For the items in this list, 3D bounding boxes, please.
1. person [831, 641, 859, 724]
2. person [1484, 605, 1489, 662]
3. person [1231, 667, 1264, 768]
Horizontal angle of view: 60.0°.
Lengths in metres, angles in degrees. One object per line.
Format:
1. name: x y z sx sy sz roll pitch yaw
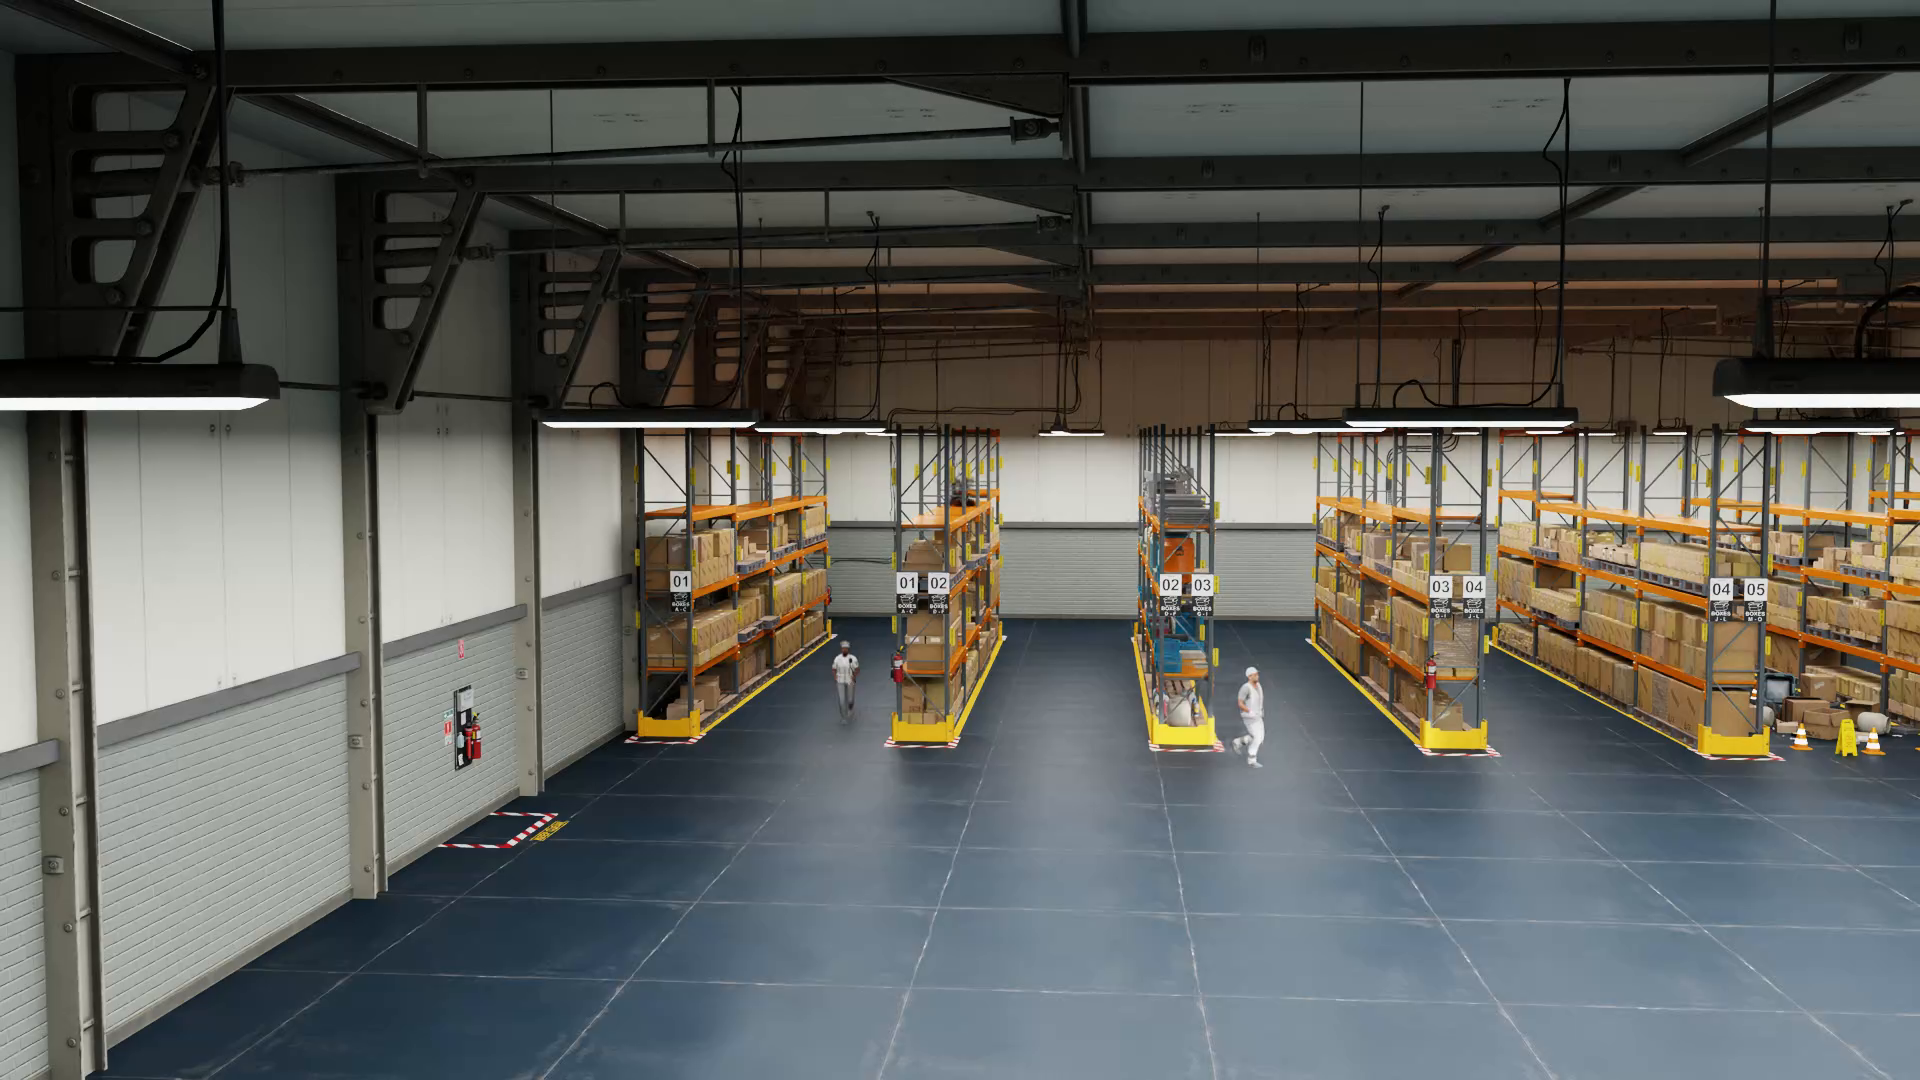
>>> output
1. person: -2.317 2.856 33.508 0.574 1.649 0.566 0 3 0
2. person: 13.400 2.271 42.930 0.598 1.672 0.875 0 3 3
3. person: 5.031 3.083 29.027 0.681 1.758 0.660 3 5 42
